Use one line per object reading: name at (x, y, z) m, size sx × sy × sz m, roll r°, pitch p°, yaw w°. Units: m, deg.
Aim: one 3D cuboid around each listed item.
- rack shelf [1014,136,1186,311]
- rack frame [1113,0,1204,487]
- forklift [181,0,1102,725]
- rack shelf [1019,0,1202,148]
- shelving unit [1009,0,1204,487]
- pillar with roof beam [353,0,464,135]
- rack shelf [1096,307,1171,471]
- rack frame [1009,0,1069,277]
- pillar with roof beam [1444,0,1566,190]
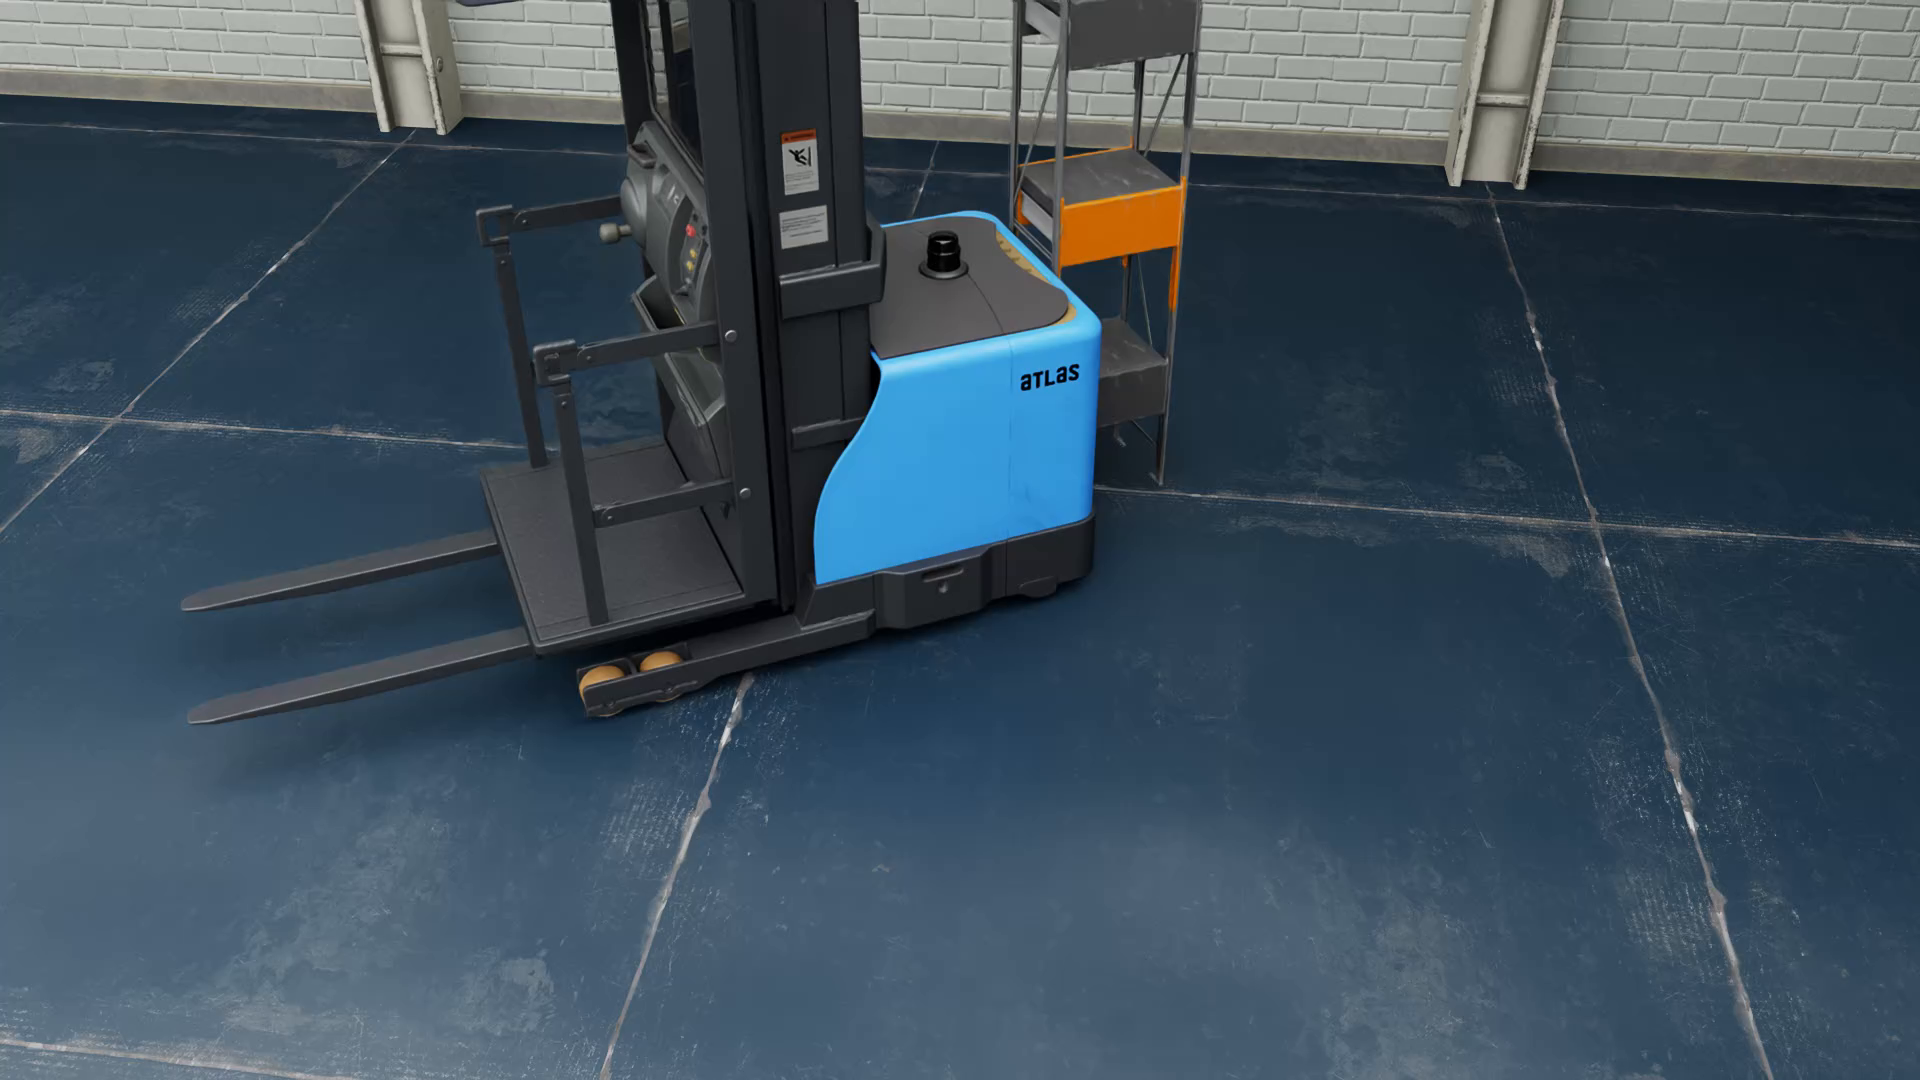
rack shelf at (0.488, -1.107, 6.018) m, size 0.480 × 0.518 × 0.431 m, roll -13°, pitch 38°, yaw -18°
rack frame at (0.714, -1.173, 6.086) m, size 0.015 × 2.100 × 0.400 m, roll -13°, pitch 38°, yaw -18°
forklift at (-1.087, -0.964, 5.078) m, size 3.031 × 2.935 × 1.130 m, roll -13°, pitch 38°, yaw -18°
rack shelf at (0.488, -1.677, 5.611) m, size 0.480 × 0.518 × 0.431 m, roll -13°, pitch 38°, yaw -18°
shelving unit at (0.488, -1.118, 6.010) m, size 0.503 × 2.100 × 0.431 m, roll -13°, pitch 38°, yaw -18°
pillar with roof beam at (-3.658, -3.599, 3.546) m, size 0.400 × 9.000 × 9.100 m, roll 4°, pitch 36°, yaw 6°
rack shelf at (0.488, -0.538, 6.424) m, size 0.480 × 0.518 × 0.431 m, roll -13°, pitch 38°, yaw -18°
rack frame at (0.263, -1.064, 5.934) m, size 0.015 × 2.100 × 0.400 m, roll -13°, pitch 38°, yaw -18°
pillar with roof beam at (2.293, -3.155, 2.924) m, size 0.400 × 9.000 × 9.100 m, roll 4°, pitch 36°, yaw 6°
